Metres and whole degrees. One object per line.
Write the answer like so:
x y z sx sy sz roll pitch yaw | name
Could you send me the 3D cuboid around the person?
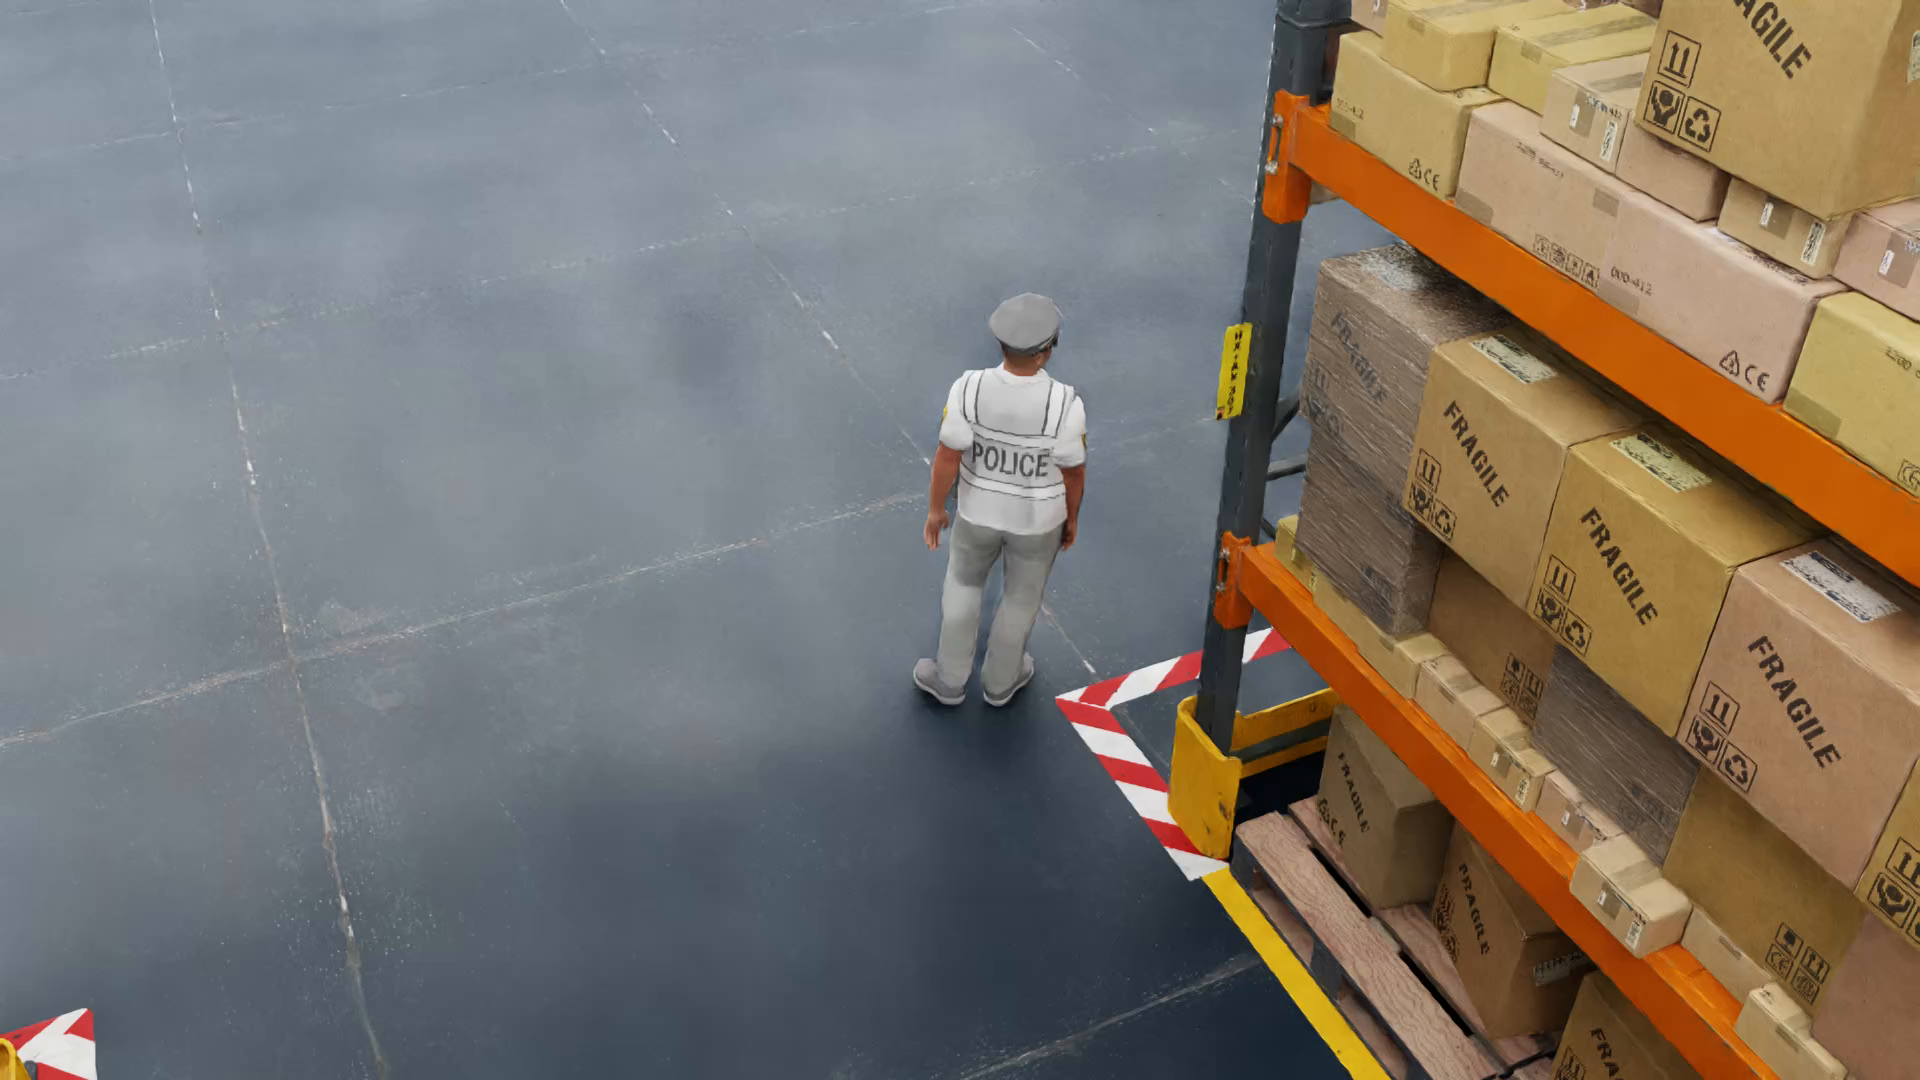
0.140 -0.108 6.271 0.655 1.755 0.496 9 38 12 | person
